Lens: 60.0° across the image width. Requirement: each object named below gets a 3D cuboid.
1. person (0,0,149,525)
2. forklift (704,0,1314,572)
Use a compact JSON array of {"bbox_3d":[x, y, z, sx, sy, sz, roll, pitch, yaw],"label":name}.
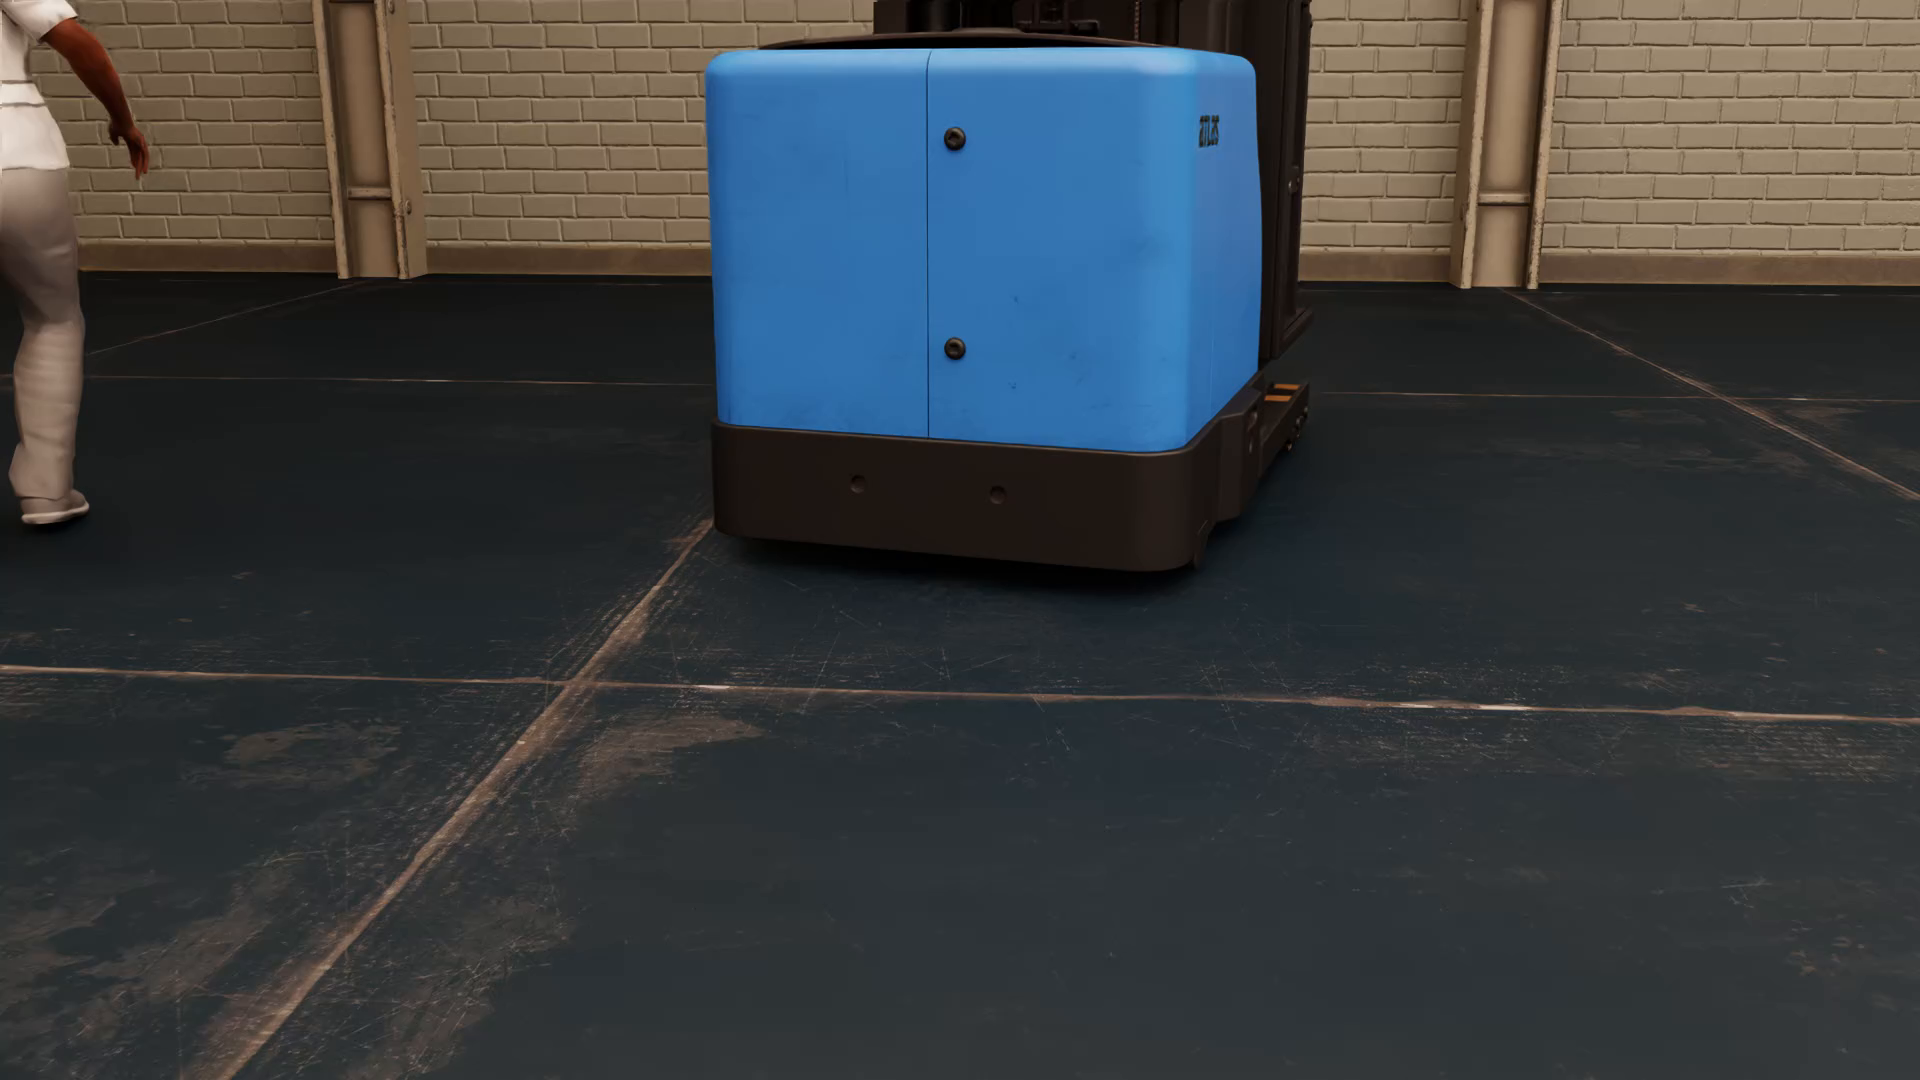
[{"bbox_3d":[-2.211,-0.789,3.727,0.700,1.612,0.669,-4,16,-13],"label":"person"},{"bbox_3d":[0.406,-1.693,4.455,1.130,2.935,3.031,5,16,18],"label":"forklift"}]
